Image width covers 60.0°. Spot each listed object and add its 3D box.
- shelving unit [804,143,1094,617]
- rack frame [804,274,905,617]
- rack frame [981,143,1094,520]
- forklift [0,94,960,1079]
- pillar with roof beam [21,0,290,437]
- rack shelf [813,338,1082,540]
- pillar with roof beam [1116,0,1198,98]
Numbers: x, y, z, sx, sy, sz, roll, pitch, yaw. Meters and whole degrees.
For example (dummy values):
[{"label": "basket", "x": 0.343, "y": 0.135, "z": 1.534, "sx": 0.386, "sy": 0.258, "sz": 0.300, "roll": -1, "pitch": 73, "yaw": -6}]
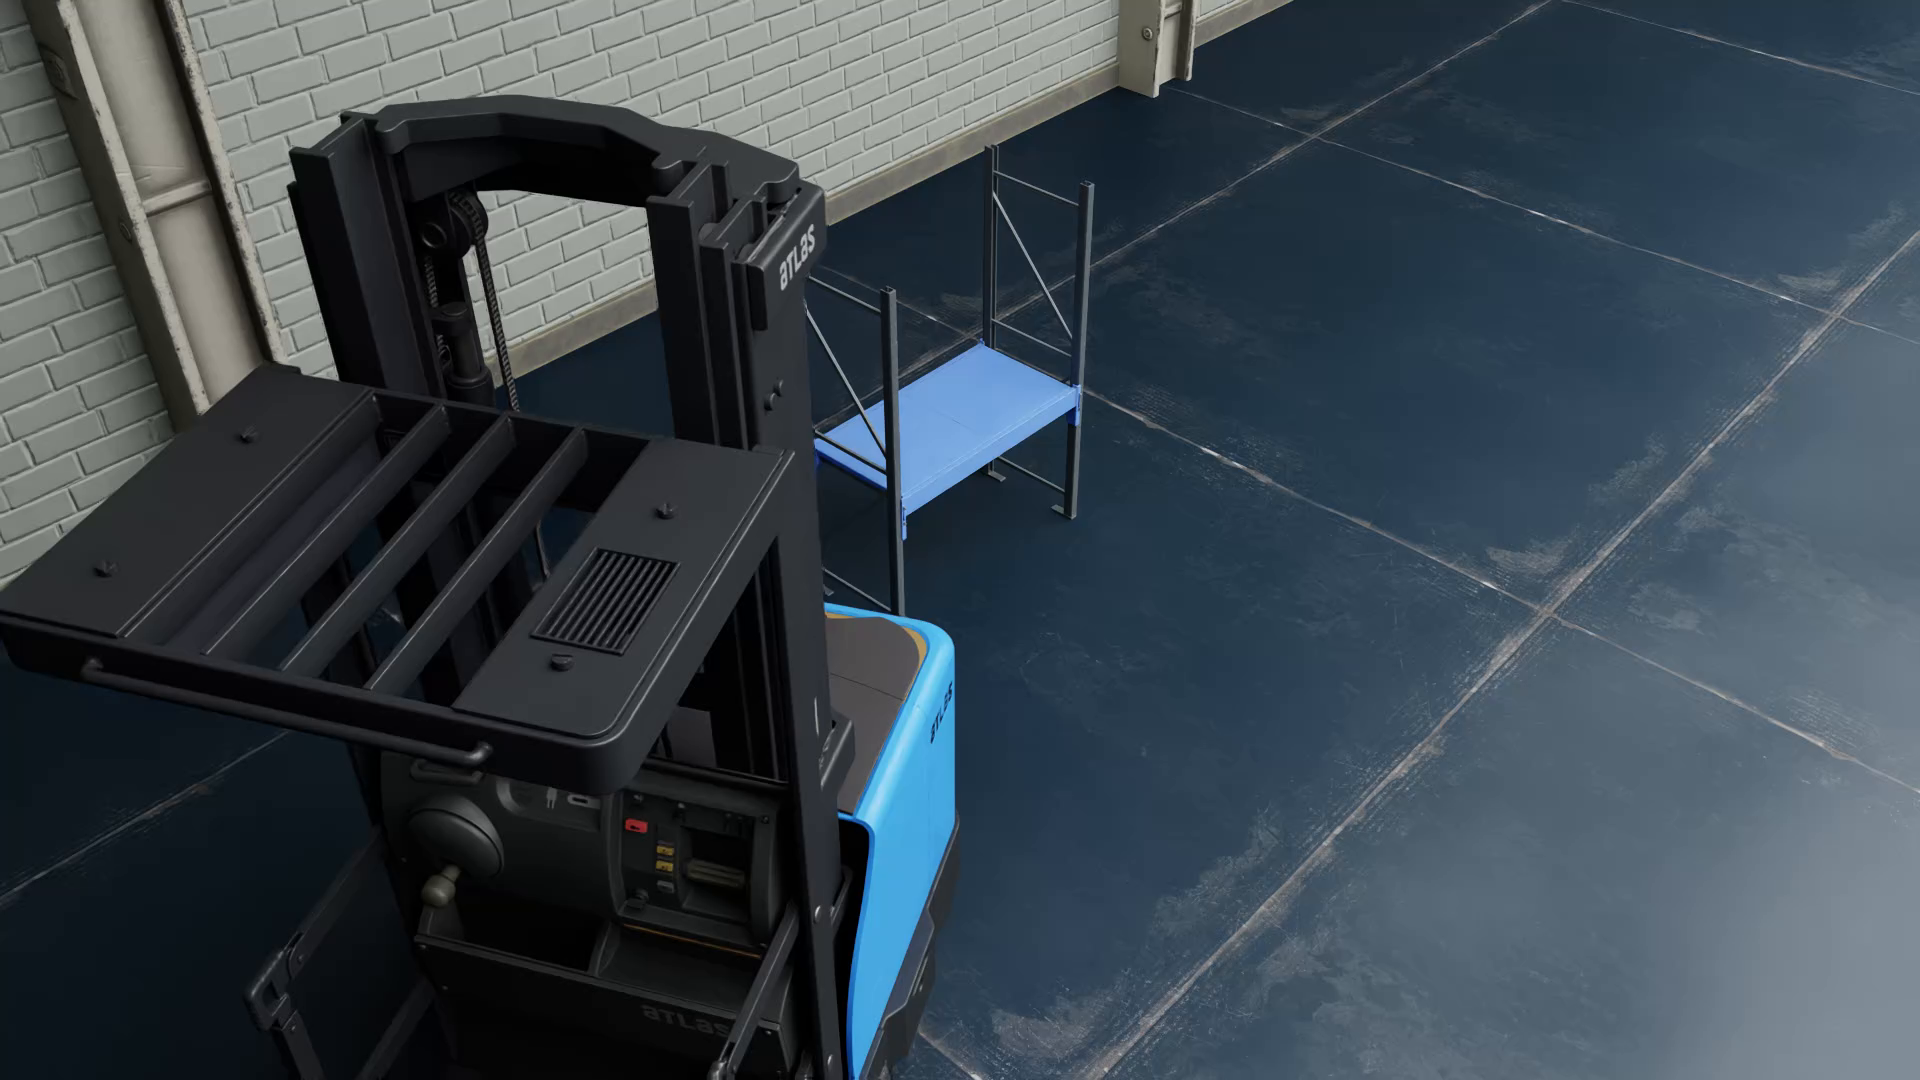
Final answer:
[{"label": "shelving unit", "x": -0.058, "y": -0.548, "z": 6.234, "sx": 0.538, "sy": 1.500, "sz": 1.048, "roll": 30, "pitch": 47, "yaw": 32}, {"label": "rack frame", "x": -0.400, "y": -0.314, "z": 5.940, "sx": 0.500, "sy": 1.500, "sz": 0.032, "roll": 30, "pitch": 47, "yaw": 32}, {"label": "rack frame", "x": 0.285, "y": -0.781, "z": 6.528, "sx": 0.500, "sy": 1.500, "sz": 0.032, "roll": 30, "pitch": 47, "yaw": 32}, {"label": "forklift", "x": -0.895, "y": 0.736, "z": 3.469, "sx": 1.130, "sy": 2.935, "sz": 3.031, "roll": 10, "pitch": 40, "yaw": 12}, {"label": "pillar with roof beam", "x": 0.329, "y": -1.811, "z": 1.797, "sx": 9.100, "sy": 9.000, "sz": 0.400, "roll": 30, "pitch": 47, "yaw": 32}, {"label": "rack shelf", "x": -0.058, "y": -0.407, "z": 6.346, "sx": 0.538, "sy": 0.185, "sz": 1.000, "roll": 30, "pitch": 47, "yaw": 32}, {"label": "pillar with roof beam", "x": 4.377, "y": -4.567, "z": 5.263, "sx": 9.100, "sy": 9.000, "sz": 0.400, "roll": 30, "pitch": 47, "yaw": 32}]
